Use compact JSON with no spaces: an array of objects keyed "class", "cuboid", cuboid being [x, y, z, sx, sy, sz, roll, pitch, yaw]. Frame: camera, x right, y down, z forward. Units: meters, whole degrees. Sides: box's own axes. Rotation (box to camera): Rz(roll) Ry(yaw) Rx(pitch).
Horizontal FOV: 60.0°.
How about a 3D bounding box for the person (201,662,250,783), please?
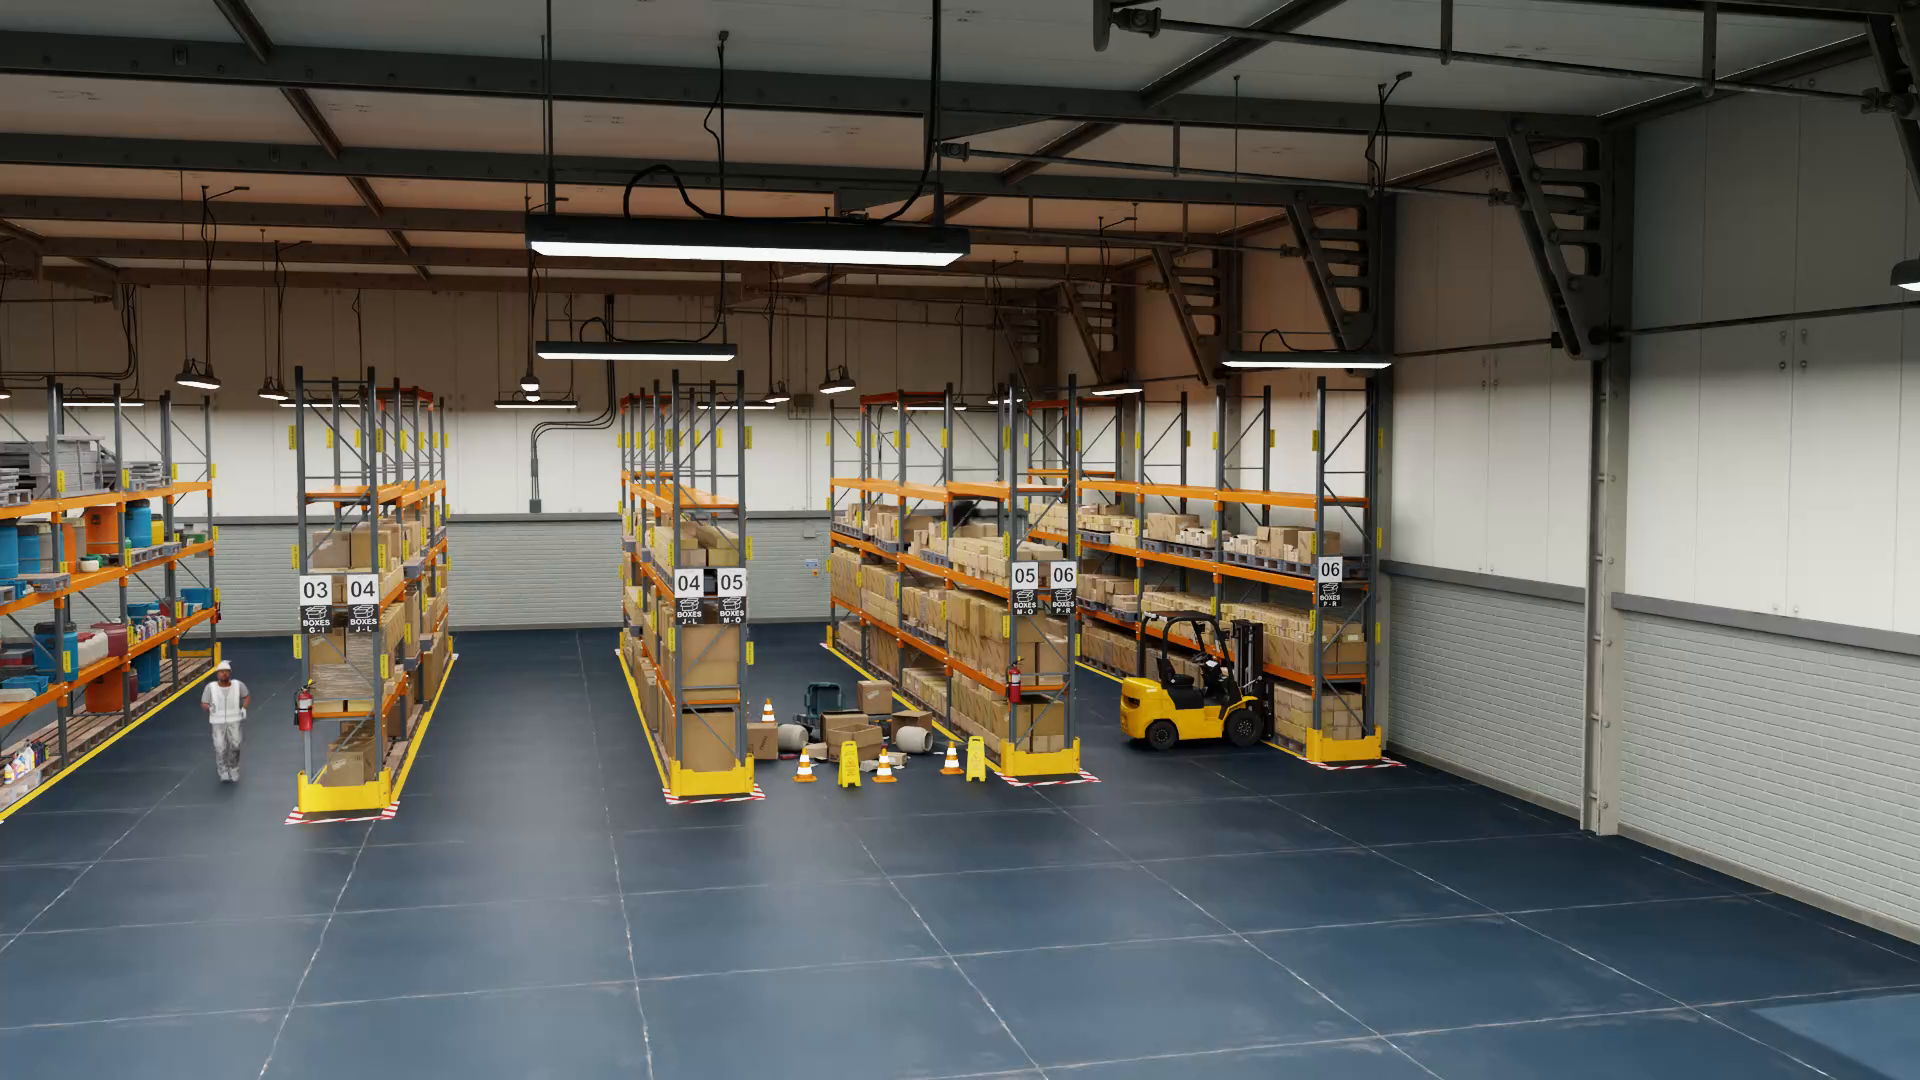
[{"class":"person","cuboid":[-10.683,2.672,24.223,0.662,1.767,0.633,-2,4,-26]}]
